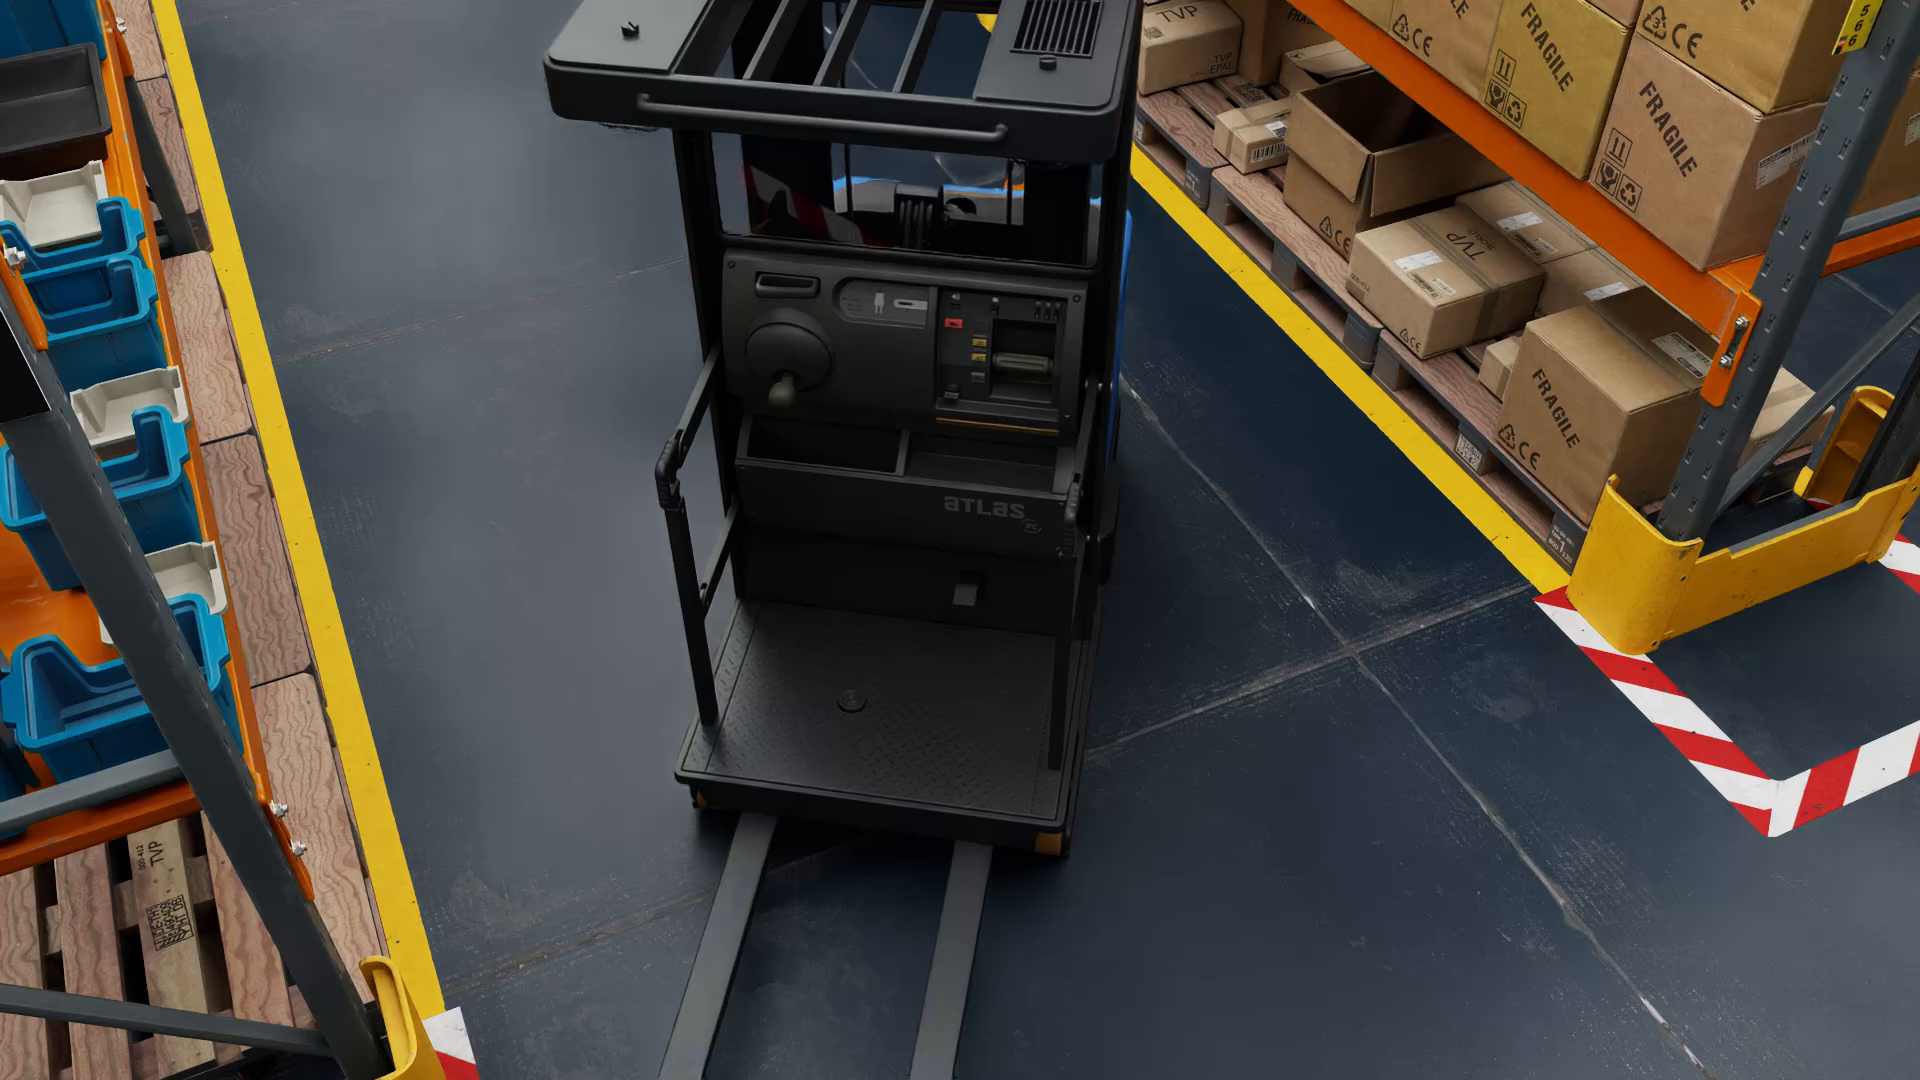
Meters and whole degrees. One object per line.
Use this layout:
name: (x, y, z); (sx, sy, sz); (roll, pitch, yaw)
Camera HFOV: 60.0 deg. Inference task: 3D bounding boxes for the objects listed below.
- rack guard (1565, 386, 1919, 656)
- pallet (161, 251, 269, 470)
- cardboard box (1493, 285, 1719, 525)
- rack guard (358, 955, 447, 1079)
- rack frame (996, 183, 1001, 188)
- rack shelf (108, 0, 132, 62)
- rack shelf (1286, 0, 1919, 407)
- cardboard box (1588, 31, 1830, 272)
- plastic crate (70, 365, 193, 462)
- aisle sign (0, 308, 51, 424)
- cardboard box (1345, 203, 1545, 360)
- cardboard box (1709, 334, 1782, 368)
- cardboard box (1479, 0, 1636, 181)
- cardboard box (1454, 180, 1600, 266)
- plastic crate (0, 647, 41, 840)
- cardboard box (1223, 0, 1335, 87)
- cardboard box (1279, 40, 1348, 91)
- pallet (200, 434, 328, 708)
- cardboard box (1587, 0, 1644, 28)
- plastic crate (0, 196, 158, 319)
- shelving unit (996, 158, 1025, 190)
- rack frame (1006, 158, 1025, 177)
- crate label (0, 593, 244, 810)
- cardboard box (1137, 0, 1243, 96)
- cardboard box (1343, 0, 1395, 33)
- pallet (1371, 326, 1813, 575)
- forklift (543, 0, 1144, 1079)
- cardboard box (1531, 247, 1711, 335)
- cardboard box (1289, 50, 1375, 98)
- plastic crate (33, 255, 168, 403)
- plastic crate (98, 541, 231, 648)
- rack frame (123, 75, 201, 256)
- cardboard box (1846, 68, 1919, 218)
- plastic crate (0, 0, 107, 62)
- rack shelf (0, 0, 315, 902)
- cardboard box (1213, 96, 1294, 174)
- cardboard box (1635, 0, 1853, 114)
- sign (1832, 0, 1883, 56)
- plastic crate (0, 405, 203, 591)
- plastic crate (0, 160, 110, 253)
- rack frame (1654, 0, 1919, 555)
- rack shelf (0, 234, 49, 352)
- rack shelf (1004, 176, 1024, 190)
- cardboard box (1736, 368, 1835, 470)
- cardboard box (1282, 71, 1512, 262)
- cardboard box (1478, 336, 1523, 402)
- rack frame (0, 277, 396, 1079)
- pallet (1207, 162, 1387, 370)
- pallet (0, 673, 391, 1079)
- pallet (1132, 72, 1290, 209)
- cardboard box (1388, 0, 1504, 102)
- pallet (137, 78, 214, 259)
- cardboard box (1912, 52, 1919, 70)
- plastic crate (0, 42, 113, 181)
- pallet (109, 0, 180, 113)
rack guard: (2.606, -0.071, 5.466); (1.175, 0.500, 0.348); (-18, 47, -17)
pallet: (-3.195, -0.551, 6.159); (1.003, 0.211, 1.213); (-18, 47, -17)
cardboard box: (2.186, -0.453, 5.540); (0.500, 0.500, 0.500); (-18, 47, -17)
rack guard: (-1.836, 1.449, 3.925); (1.175, 0.500, 0.348); (-18, 47, -17)
rack frame: (0.217, -0.780, 5.793); (0.200, 1.050, 0.008); (7, 45, 7)
rack shelf: (-4.381, -3.020, 7.187); (1.077, 0.370, 4.000); (-18, 47, -17)
rack shelf: (1.797, -1.931, 6.084); (1.077, 0.370, 4.000); (-18, 47, -17)
cardboard box: (2.203, -1.153, 4.712); (0.500, 0.500, 0.500); (-17, 47, -16)
plastic crate: (-2.008, -0.295, 4.059); (0.250, 0.136, 0.298); (-18, 47, -17)
aisle sign: (-1.558, -0.419, 2.188); (0.394, 0.787, 0.004); (-18, 47, -17)
cardboard box: (1.814, -0.978, 6.250); (0.500, 0.250, 0.500); (-18, 47, -17)
cardboard box: (2.668, -0.588, 5.915); (0.380, 0.166, 0.250); (-18, 47, -17)
cardboard box: (1.981, -1.483, 5.046); (0.500, 0.500, 0.500); (-18, 47, -17)
cardboard box: (2.246, -1.158, 6.432); (0.500, 0.250, 0.500); (-18, 47, -17)
plastic crate: (-2.168, 0.356, 3.186); (0.616, 0.435, 0.499); (-18, 47, -17)
cardboard box: (1.453, -2.449, 7.563); (0.500, 0.500, 0.500); (-18, 47, -17)
cardboard box: (1.665, -2.103, 7.462); (0.380, 0.149, 0.250); (-18, 47, -17)
pallet: (-2.679, 0.227, 5.369); (1.003, 0.211, 1.213); (-18, 47, -17)
cardboard box: (1.988, -1.828, 4.684); (0.500, 0.500, 0.500); (-17, 47, -16)
plastic crate: (-2.343, -0.699, 4.399); (0.416, 0.233, 0.300); (-18, 47, -17)
shelving unit: (0.237, -0.865, 5.879); (0.215, 1.050, 0.252); (7, 45, 7)
rack frame: (0.256, -0.949, 5.964); (0.200, 1.050, 0.008); (7, 45, 7)
crate label: (-1.663, 0.332, 3.355); (0.416, 0.233, 0.303); (-18, 47, -17)
cardboard box: (0.936, -2.330, 7.577); (0.500, 0.311, 0.500); (-18, 47, -17)
cardboard box: (1.565, -2.123, 5.695); (0.500, 0.500, 0.500); (-19, 48, -18)
pallet: (2.270, -0.476, 6.082); (1.003, 0.211, 1.213); (-18, 47, -17)
forklift: (-0.182, -0.410, 4.078); (1.130, 2.935, 3.031); (7, 45, 7)
cardboard box: (2.456, -0.839, 6.109); (0.500, 0.250, 0.500); (-18, 47, -17)
cardboard box: (1.768, -1.904, 7.145); (0.500, 0.311, 0.500); (-18, 47, -17)
plastic crate: (-2.217, -0.507, 4.205); (0.416, 0.233, 0.300); (-18, 47, -17)
plastic crate: (-1.723, 0.137, 3.621); (0.250, 0.136, 0.298); (-18, 47, -17)
rack frame: (-3.540, -2.001, 5.642); (1.000, 3.000, 0.127); (-18, 47, -17)
cardboard box: (2.691, -1.309, 4.870); (0.500, 0.500, 0.500); (-17, 47, -17)
plastic crate: (-3.034, -1.820, 5.428); (0.392, 0.384, 0.575); (-18, 47, -17)
rack shelf: (-2.699, -0.471, 4.603); (1.077, 0.370, 4.000); (-18, 47, -17)
cardboard box: (1.309, -1.730, 7.072); (0.380, 0.166, 0.250); (-18, 47, -17)
cardboard box: (2.201, -1.506, 4.358); (0.500, 0.500, 0.500); (-18, 48, -18)
sign: (2.126, -1.286, 3.868); (0.100, 0.325, 0.005); (-18, 47, -17)
plastic crate: (-1.940, -0.088, 3.780); (0.416, 0.233, 0.300); (-18, 47, -17)
plastic crate: (-2.535, -0.908, 4.679); (0.293, 0.136, 0.466); (-18, 47, -17)
rack frame: (2.638, -0.913, 4.539); (1.000, 3.000, 0.127); (-18, 47, -17)
rack shelf: (-2.699, -1.538, 3.550); (1.077, 0.370, 4.000); (-18, 47, -17)
rack shelf: (0.237, -1.059, 5.687); (0.215, 0.259, 0.240); (7, 45, 7)
cardboard box: (2.774, -0.423, 5.759); (0.380, 0.149, 0.250); (-18, 47, -17)
cardboard box: (1.751, -1.534, 6.633); (0.797, 0.503, 0.637); (-18, 47, -17)
cardboard box: (2.097, -0.619, 5.946); (0.380, 0.166, 0.250); (-18, 47, -17)
rack frame: (-1.861, 0.549, 3.058); (0.949, 2.616, 0.053); (-18, 47, -17)
pallet: (1.761, -1.252, 6.869); (1.003, 0.211, 1.213); (-18, 47, -17)
pallet: (-2.169, 1.004, 4.583); (1.003, 0.211, 1.213); (-18, 47, -17)
pallet: (1.244, -2.031, 7.658); (1.003, 0.211, 1.213); (-18, 47, -17)
cardboard box: (1.776, -1.802, 5.370); (0.500, 0.500, 0.500); (-18, 47, -17)
pallet: (-3.826, -1.513, 7.133); (1.003, 0.211, 1.213); (-18, 47, -17)
cardboard box: (2.691, -1.665, 4.518); (0.500, 0.500, 0.500); (-17, 47, -16)
plastic crate: (-2.825, -1.291, 5.075); (0.437, 0.125, 0.590); (-18, 47, -17)
pallet: (-4.343, -2.291, 7.922); (1.003, 0.211, 1.213); (-18, 47, -17)
